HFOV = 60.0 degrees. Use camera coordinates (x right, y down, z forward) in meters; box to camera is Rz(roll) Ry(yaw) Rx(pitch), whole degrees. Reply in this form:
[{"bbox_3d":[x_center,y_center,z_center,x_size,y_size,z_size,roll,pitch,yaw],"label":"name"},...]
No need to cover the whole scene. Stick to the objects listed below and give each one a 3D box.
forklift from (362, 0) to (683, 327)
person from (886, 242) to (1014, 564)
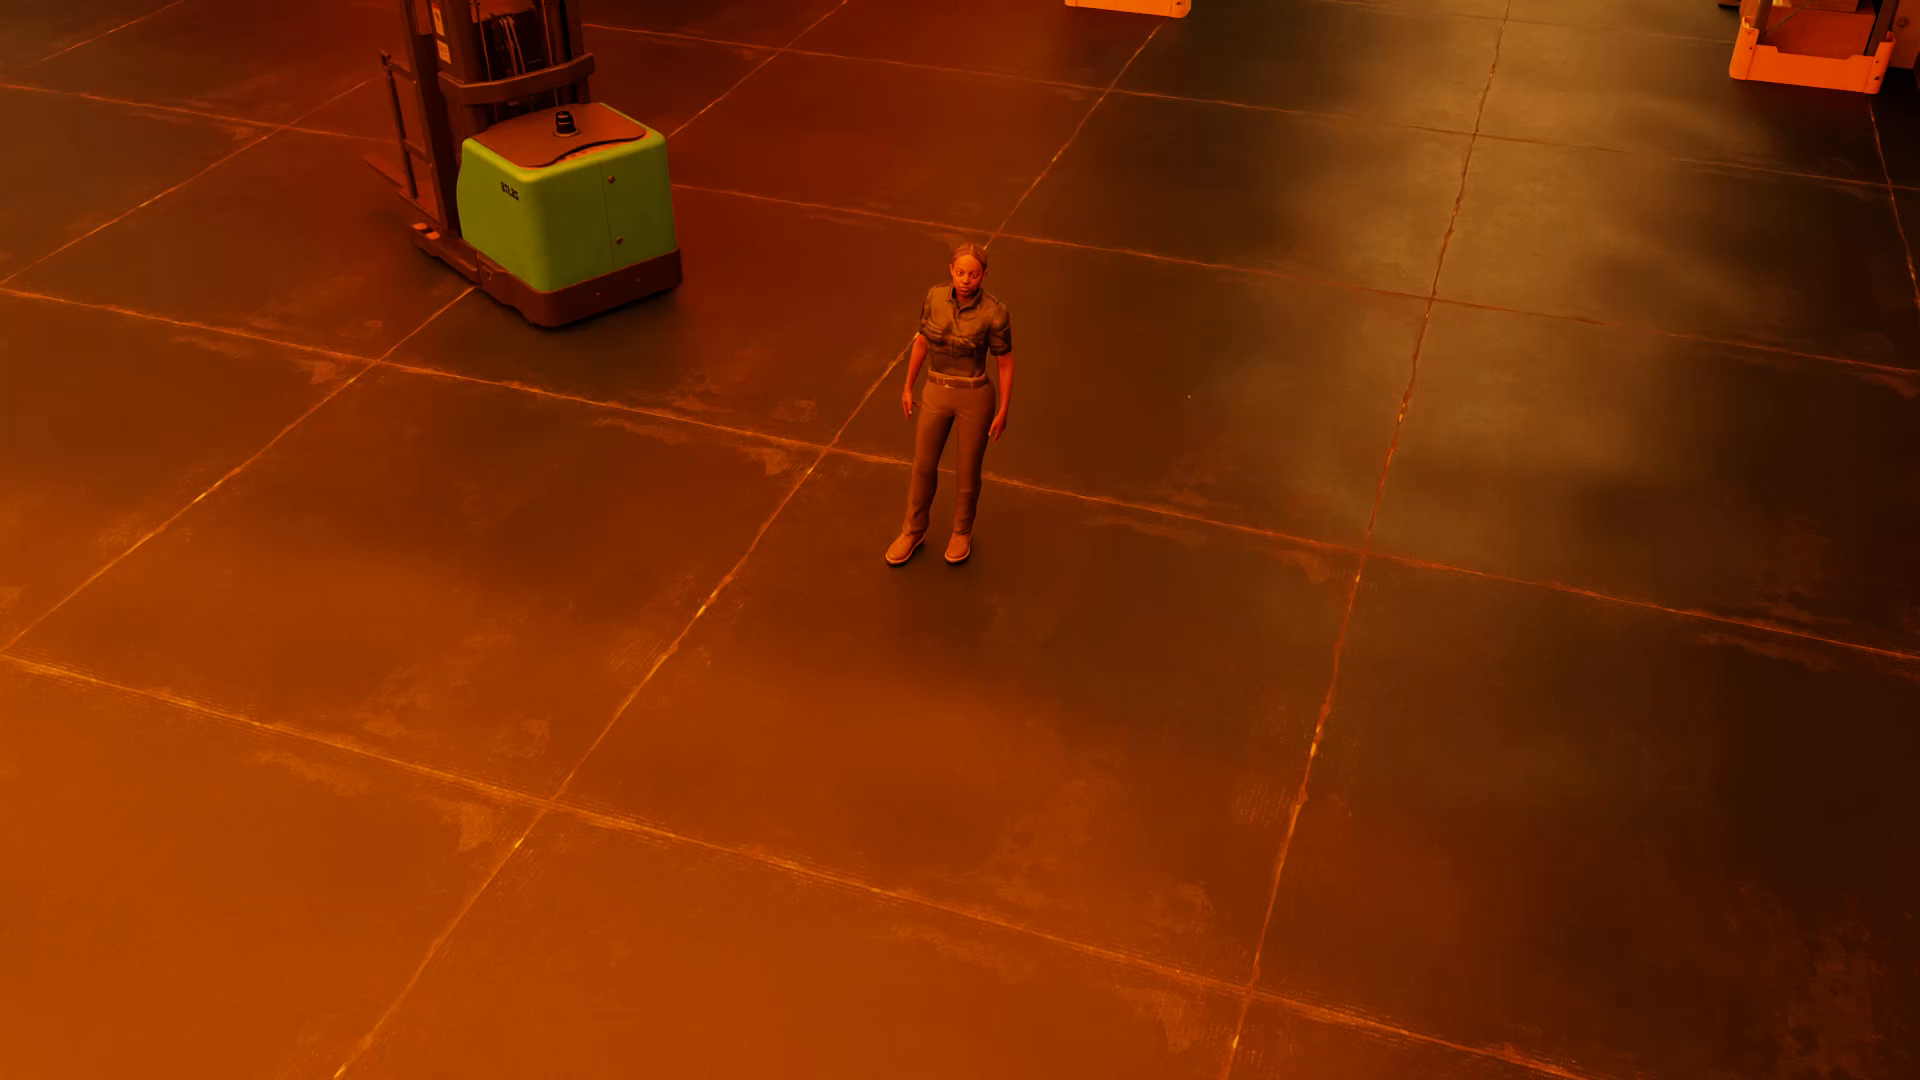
[{"bbox_3d":[-3.163,-3.303,10.769,1.130,2.935,3.031,-27,43,-32],"label":"forklift"},{"bbox_3d":[-0.048,-0.637,8.101,0.569,1.654,0.504,12,37,16],"label":"person"}]
